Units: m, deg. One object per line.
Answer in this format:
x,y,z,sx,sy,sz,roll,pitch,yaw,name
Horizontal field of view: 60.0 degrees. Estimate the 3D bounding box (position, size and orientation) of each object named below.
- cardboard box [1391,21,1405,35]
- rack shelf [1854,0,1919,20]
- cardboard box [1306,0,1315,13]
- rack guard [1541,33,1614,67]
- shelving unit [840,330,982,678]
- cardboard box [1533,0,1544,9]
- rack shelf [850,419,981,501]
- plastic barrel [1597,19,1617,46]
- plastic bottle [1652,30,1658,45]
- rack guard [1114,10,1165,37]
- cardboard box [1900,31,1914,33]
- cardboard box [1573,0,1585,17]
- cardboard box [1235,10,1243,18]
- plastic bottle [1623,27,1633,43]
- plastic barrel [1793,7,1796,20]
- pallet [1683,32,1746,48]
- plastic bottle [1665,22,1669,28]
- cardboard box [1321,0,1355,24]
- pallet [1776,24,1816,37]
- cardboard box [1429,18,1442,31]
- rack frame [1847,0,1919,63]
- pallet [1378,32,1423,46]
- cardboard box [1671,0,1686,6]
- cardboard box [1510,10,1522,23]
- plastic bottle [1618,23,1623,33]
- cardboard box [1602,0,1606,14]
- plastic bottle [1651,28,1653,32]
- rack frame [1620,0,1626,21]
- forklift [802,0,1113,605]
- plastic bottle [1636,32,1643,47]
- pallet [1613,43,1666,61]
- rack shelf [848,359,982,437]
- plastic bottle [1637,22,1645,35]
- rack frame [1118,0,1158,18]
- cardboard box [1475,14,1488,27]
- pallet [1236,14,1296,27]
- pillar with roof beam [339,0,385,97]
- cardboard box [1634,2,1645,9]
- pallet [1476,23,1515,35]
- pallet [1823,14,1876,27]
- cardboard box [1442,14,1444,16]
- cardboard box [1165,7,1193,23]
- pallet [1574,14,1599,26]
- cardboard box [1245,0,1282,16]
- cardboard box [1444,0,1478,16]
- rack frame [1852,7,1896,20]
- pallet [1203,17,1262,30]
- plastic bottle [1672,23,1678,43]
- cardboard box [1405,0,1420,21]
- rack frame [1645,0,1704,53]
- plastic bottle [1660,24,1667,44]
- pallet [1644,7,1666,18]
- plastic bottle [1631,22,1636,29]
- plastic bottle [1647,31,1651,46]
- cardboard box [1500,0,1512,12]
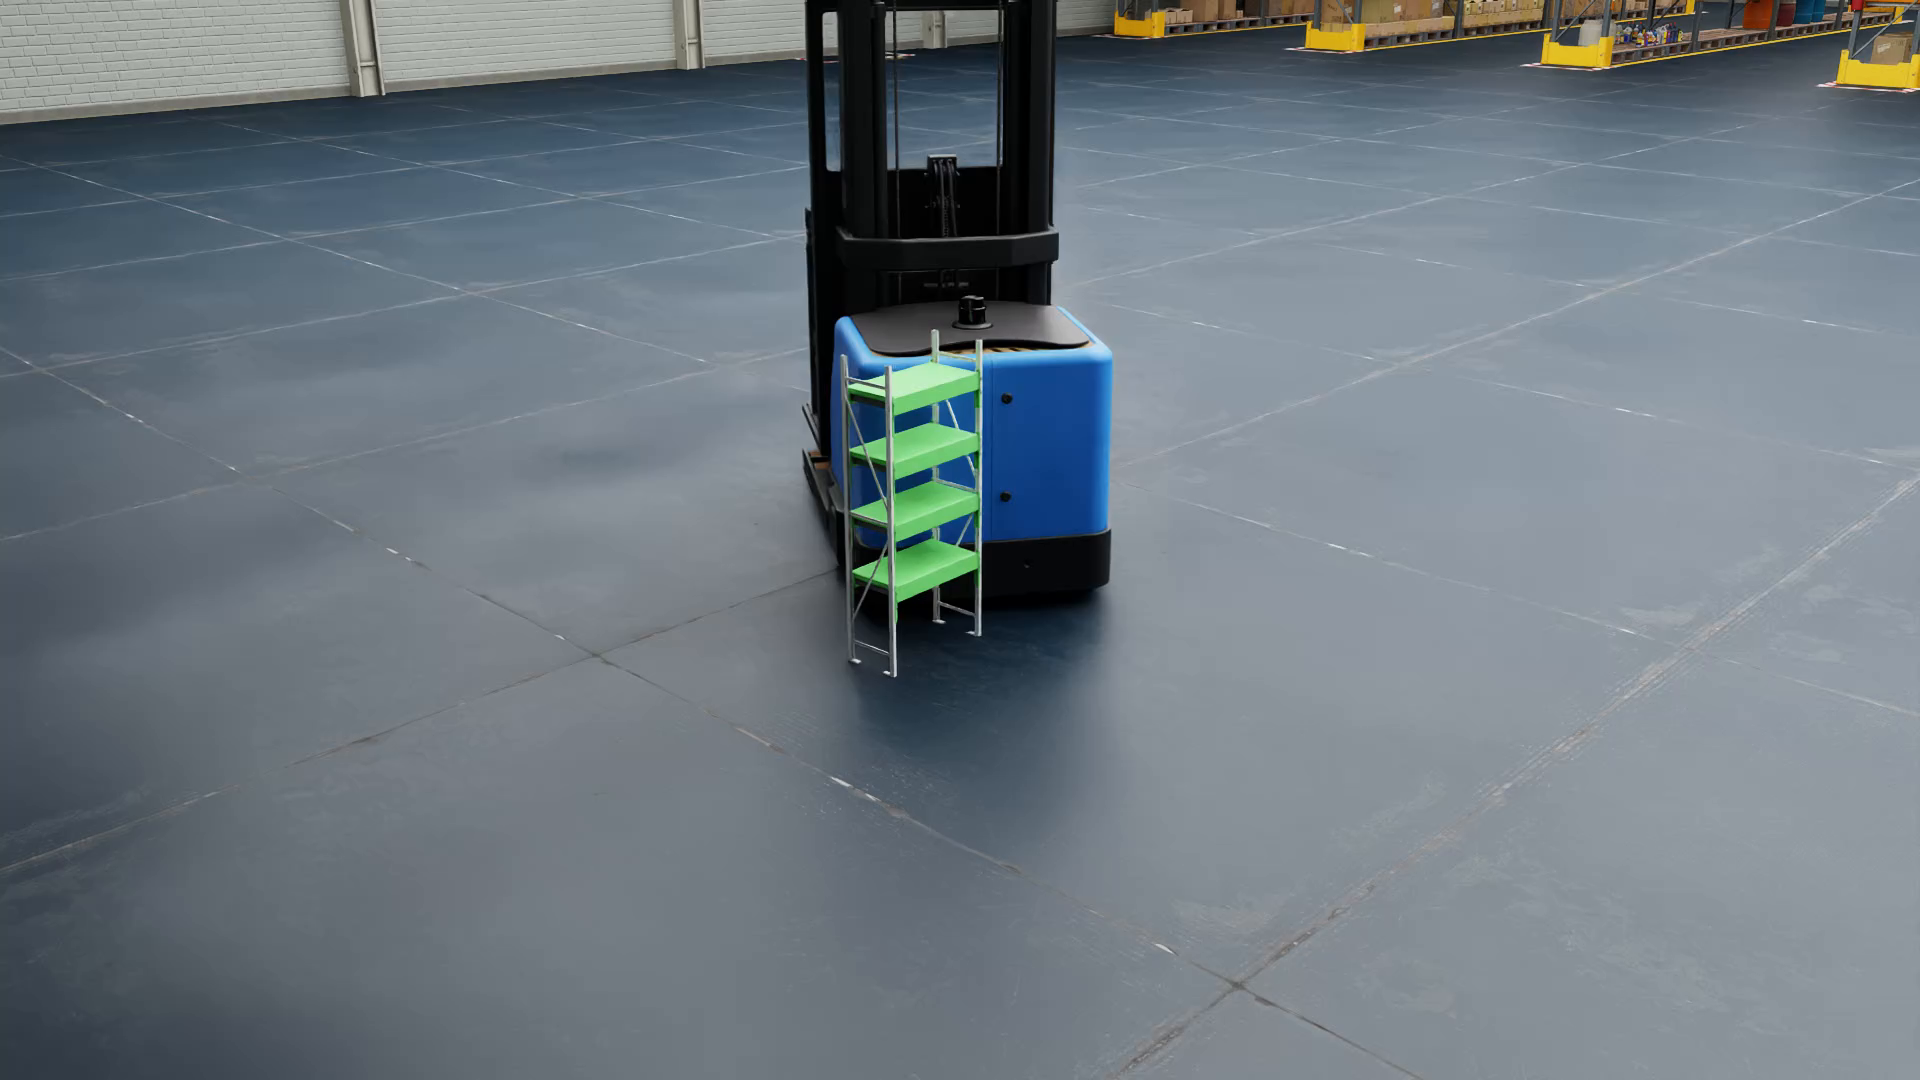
8.600,-10.313,33.474,0.500,0.250,0.500,19,28,41,cardboard box
15.861,-8.759,27.185,1.077,0.370,4.000,19,28,41,rack shelf
8.166,-12.959,39.979,0.700,0.500,0.500,19,28,40,cardboard box
10.937,-8.685,29.473,1.175,0.500,0.348,19,28,41,rack guard
-0.173,-0.140,6.266,0.258,1.200,0.503,17,27,38,shelving unit
12.763,-12.095,37.328,0.500,0.311,0.500,-19,28,-41,cardboard box
-0.173,-0.304,6.203,0.258,0.148,0.480,17,27,38,rack shelf
11.671,-9.172,30.139,0.421,0.512,0.421,0,21,0,plastic barrel
12.856,-9.306,30.795,0.097,0.271,0.097,0,21,0,plastic bottle
3.872,-11.153,35.893,1.175,0.500,0.348,19,28,41,rack guard
15.756,-8.085,27.326,0.500,0.500,0.500,-17,27,-37,cardboard box
14.189,-12.465,38.695,0.500,0.500,0.500,19,28,40,cardboard box
6.258,-12.066,38.121,0.380,0.166,0.250,15,26,34,cardboard box
12.543,-9.490,31.268,0.152,0.276,0.135,19,28,41,plastic bottle
17.945,-11.499,36.194,0.421,0.512,0.421,0,21,0,plastic barrel
15.079,-10.074,33.489,1.003,0.211,1.213,19,28,41,pallet
13.362,-9.616,31.490,0.144,0.351,0.185,19,28,41,plastic bottle
7.532,-10.536,33.007,0.500,0.500,0.500,19,28,41,cardboard box
17.869,-11.100,36.160,1.003,0.211,1.213,19,28,41,pallet
9.638,-10.702,34.484,0.500,0.250,0.500,19,28,41,cardboard box
14.466,-8.581,25.718,1.000,3.000,0.127,19,28,41,rack frame
8.725,-10.279,34.022,1.003,0.211,1.213,19,28,41,pallet
18.330,-14.011,42.717,0.500,0.500,0.500,19,28,41,cardboard box
12.049,-11.572,36.747,0.500,0.250,0.500,-19,28,-41,cardboard box
12.419,-9.556,31.334,0.144,0.351,0.185,19,28,40,plastic bottle
15.252,-12.861,39.724,0.500,0.500,0.500,19,28,41,cardboard box
12.913,-9.402,31.027,0.061,0.283,0.133,19,28,41,plastic bottle
15.742,-14.146,40.196,1.000,3.000,0.127,19,28,41,rack frame
-0.173,-1.602,7.656,1.130,2.935,3.031,-4,21,-11,forklift
12.405,-9.140,30.363,0.097,0.271,0.097,0,21,0,plastic bottle
12.358,-9.069,30.877,1.003,0.211,1.213,19,28,41,pallet
-0.173,-0.528,6.117,0.258,0.148,0.480,17,27,38,rack shelf
12.951,-9.678,31.651,0.144,0.351,0.185,19,28,41,plastic bottle
3.819,-12.300,35.394,1.000,3.000,0.127,19,28,41,rack frame
10.978,-11.174,35.714,0.500,0.250,0.500,-19,28,-41,cardboard box
7.151,-12.227,39.091,1.003,0.211,1.213,19,28,41,pallet
-5.785,-9.792,20.508,9.100,9.000,0.400,19,28,41,pillar with roof beam
16.786,-13.307,41.351,0.380,0.166,0.250,19,28,41,cardboard box
11.498,-11.302,36.684,1.003,0.211,1.213,19,28,41,pallet
20.625,-12.117,38.806,1.003,0.211,1.213,19,28,41,pallet
10.243,-11.181,35.730,0.500,0.250,0.500,19,28,40,cardboard box
4.764,-11.552,36.583,0.500,0.311,0.500,-17,27,-38,cardboard box
14.351,-12.310,39.308,1.003,0.211,1.213,19,28,41,pallet
7.111,-12.560,38.942,0.500,0.500,0.700,-19,28,-40,cardboard box
10.628,-11.307,35.278,0.500,0.311,0.500,19,28,41,cardboard box
22.079,-13.933,39.644,1.000,3.000,0.127,19,28,41,rack frame
6.166,-11.845,38.097,1.003,0.211,1.213,19,28,41,pallet
13.465,-9.580,31.396,0.144,0.351,0.185,18,28,39,plastic bottle
8.953,-10.791,33.670,0.500,0.500,0.500,19,28,41,cardboard box
13.708,-10.848,31.618,1.000,3.000,0.127,19,28,41,rack frame
13.106,-9.447,31.052,0.144,0.351,0.185,19,28,40,plastic bottle
17.073,-13.335,41.975,1.003,0.211,1.213,19,28,41,pallet
12.847,-9.714,31.745,0.185,0.351,0.144,-19,28,-41,plastic bottle
12.644,-9.228,30.592,0.097,0.271,0.097,0,21,0,plastic bottle
11.700,-11.703,36.307,0.500,0.311,0.500,-19,28,-41,cardboard box
